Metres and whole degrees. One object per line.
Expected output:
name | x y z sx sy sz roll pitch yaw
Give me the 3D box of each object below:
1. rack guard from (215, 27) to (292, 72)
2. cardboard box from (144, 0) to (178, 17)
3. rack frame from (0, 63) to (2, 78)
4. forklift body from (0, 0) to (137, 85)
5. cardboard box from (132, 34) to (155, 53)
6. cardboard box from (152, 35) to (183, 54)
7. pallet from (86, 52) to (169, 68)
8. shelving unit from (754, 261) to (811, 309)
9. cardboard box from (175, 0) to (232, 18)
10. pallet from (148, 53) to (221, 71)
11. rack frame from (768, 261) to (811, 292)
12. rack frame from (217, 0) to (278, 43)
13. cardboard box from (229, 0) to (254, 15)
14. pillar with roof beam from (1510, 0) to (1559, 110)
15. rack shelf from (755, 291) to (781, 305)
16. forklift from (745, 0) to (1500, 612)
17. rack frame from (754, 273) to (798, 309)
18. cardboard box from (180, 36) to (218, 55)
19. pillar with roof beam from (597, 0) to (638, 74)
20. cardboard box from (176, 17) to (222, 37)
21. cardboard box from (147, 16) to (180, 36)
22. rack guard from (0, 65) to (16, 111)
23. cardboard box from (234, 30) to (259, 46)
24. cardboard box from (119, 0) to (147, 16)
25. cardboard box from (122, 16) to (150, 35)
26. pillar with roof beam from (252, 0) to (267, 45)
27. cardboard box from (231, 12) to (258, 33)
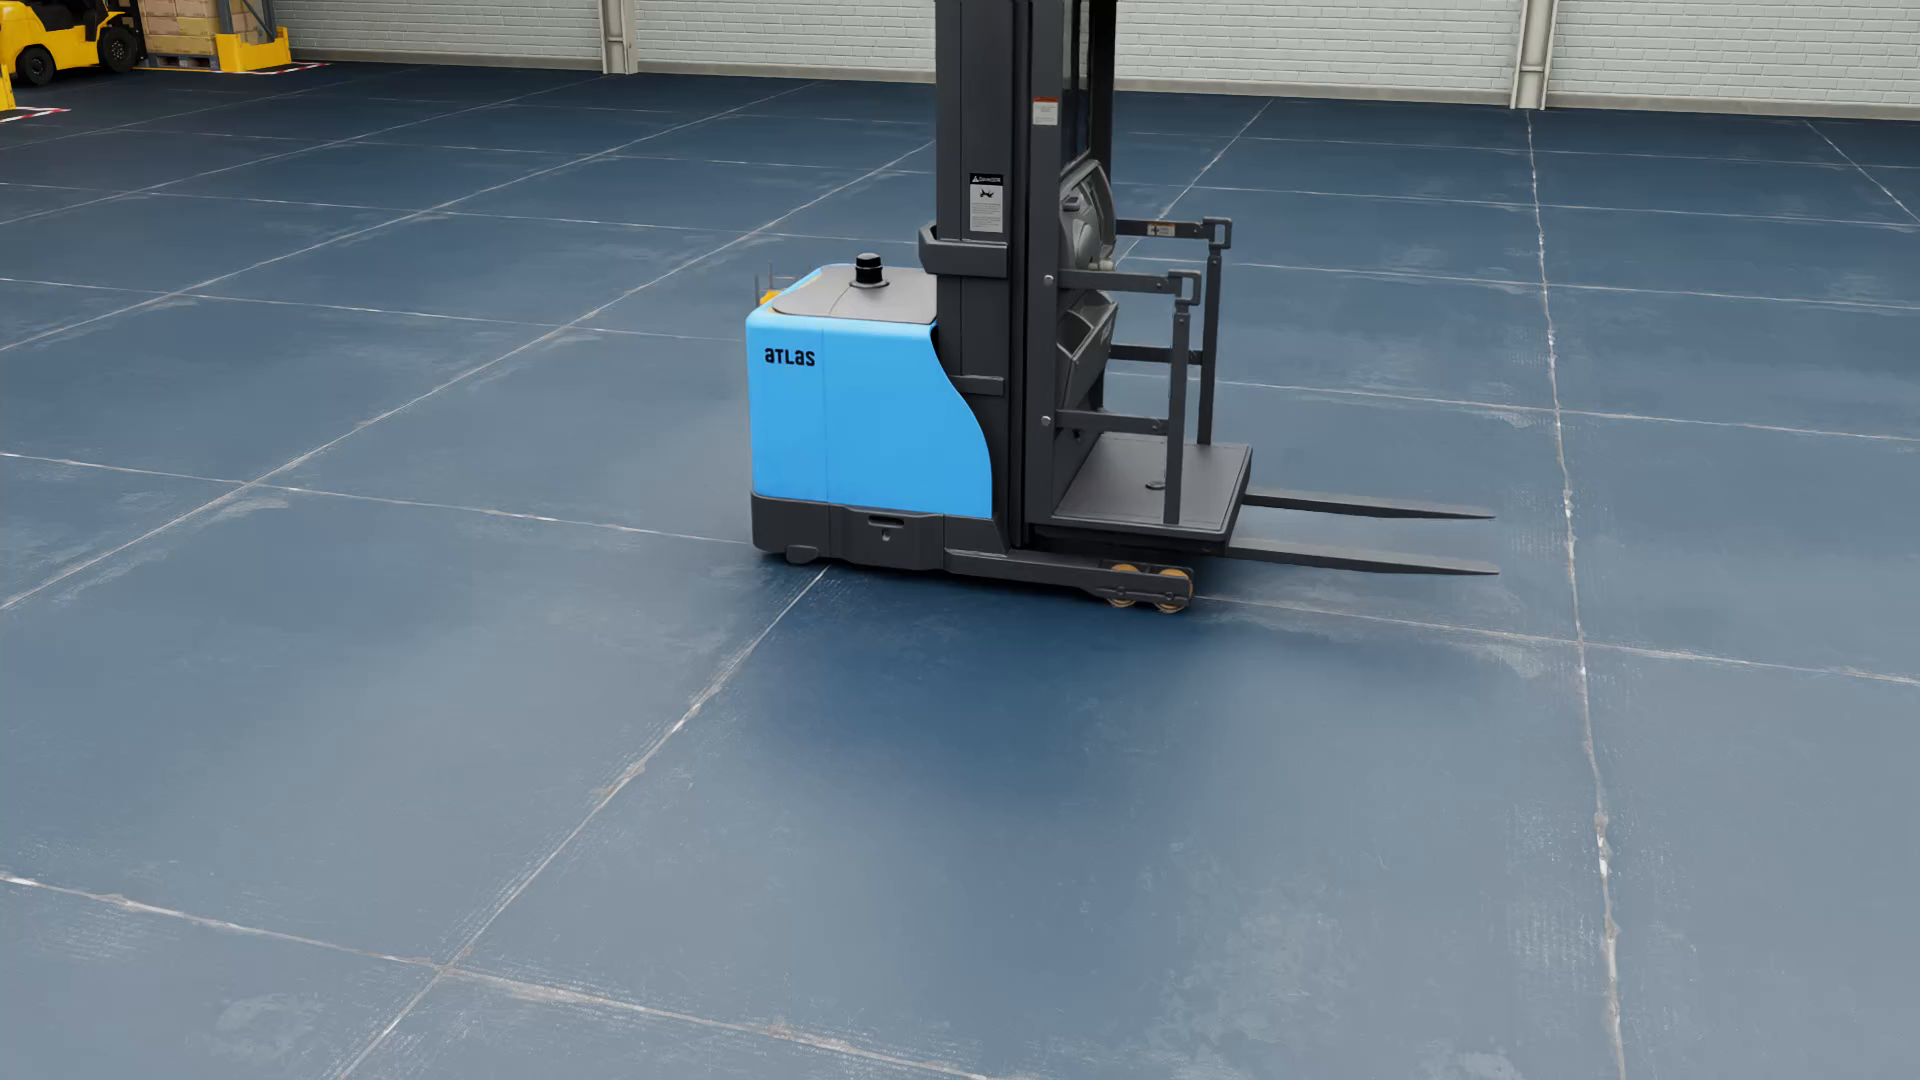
rack guard | -10.021 -6.973 23.611 0.348 0.500 1.175 7 23 16
cardboard box | -11.066 -7.508 23.373 0.500 0.250 0.500 7 23 16
rack frame | -11.474 -6.328 18.745 0.127 3.000 1.000 7 23 16
forklift body | -12.387 -7.284 22.194 1.214 2.155 2.313 7 23 16
cardboard box | -11.535 -7.107 23.713 0.500 0.250 0.500 7 23 16
cardboard box | -11.059 -7.049 23.572 0.500 0.250 0.500 7 23 15
pallet | -11.953 -7.045 24.167 1.213 0.211 1.003 7 23 15
shelving unit | -0.793 -0.742 7.693 0.215 1.050 0.252 3 22 8
cardboard box | -10.575 -7.454 23.242 0.500 0.250 0.500 7 23 17
pallet | -10.788 -6.911 23.839 1.213 0.211 1.003 7 23 16
rack frame | -0.775 -0.788 7.804 0.200 1.050 0.008 3 22 8
rack frame | -10.044 -8.132 23.143 0.127 3.000 1.000 7 23 16
cardboard box | -10.450 -7.638 23.691 0.500 0.250 0.500 6 23 15
pillar with roof beam | 5.539 -7.774 14.365 0.400 9.000 9.100 7 23 16
rack shelf | -0.796 -0.995 7.589 0.215 0.259 0.240 3 22 8
forklift | 0.696 -1.295 6.565 3.031 2.935 1.130 6 23 14
rack frame | -0.812 -0.696 7.581 0.200 1.050 0.008 3 22 8
cardboard box | -10.585 -6.991 23.430 0.500 0.250 0.500 7 23 16
pillar with roof beam | -5.950 -9.090 17.572 0.400 9.000 9.100 7 23 16
cardboard box | -10.600 -7.225 23.343 0.500 0.250 0.500 6 23 15
cardboard box | -11.077 -7.284 23.487 0.500 0.250 0.500 6 23 15
rack guard | -11.547 -5.180 19.240 0.348 0.500 1.175 7 23 16
cardboard box | -10.458 -7.179 23.889 0.500 0.250 0.500 7 23 16
cardboard box | -11.552 -7.560 23.499 0.500 0.250 0.500 7 23 16
cardboard box | -11.578 -7.333 23.606 0.500 0.250 0.500 6 23 14
pillar with roof beam | -11.694 -9.747 19.175 0.400 9.000 9.100 7 23 16
cardboard box | -10.434 -7.413 23.799 0.500 0.250 0.500 7 23 16
